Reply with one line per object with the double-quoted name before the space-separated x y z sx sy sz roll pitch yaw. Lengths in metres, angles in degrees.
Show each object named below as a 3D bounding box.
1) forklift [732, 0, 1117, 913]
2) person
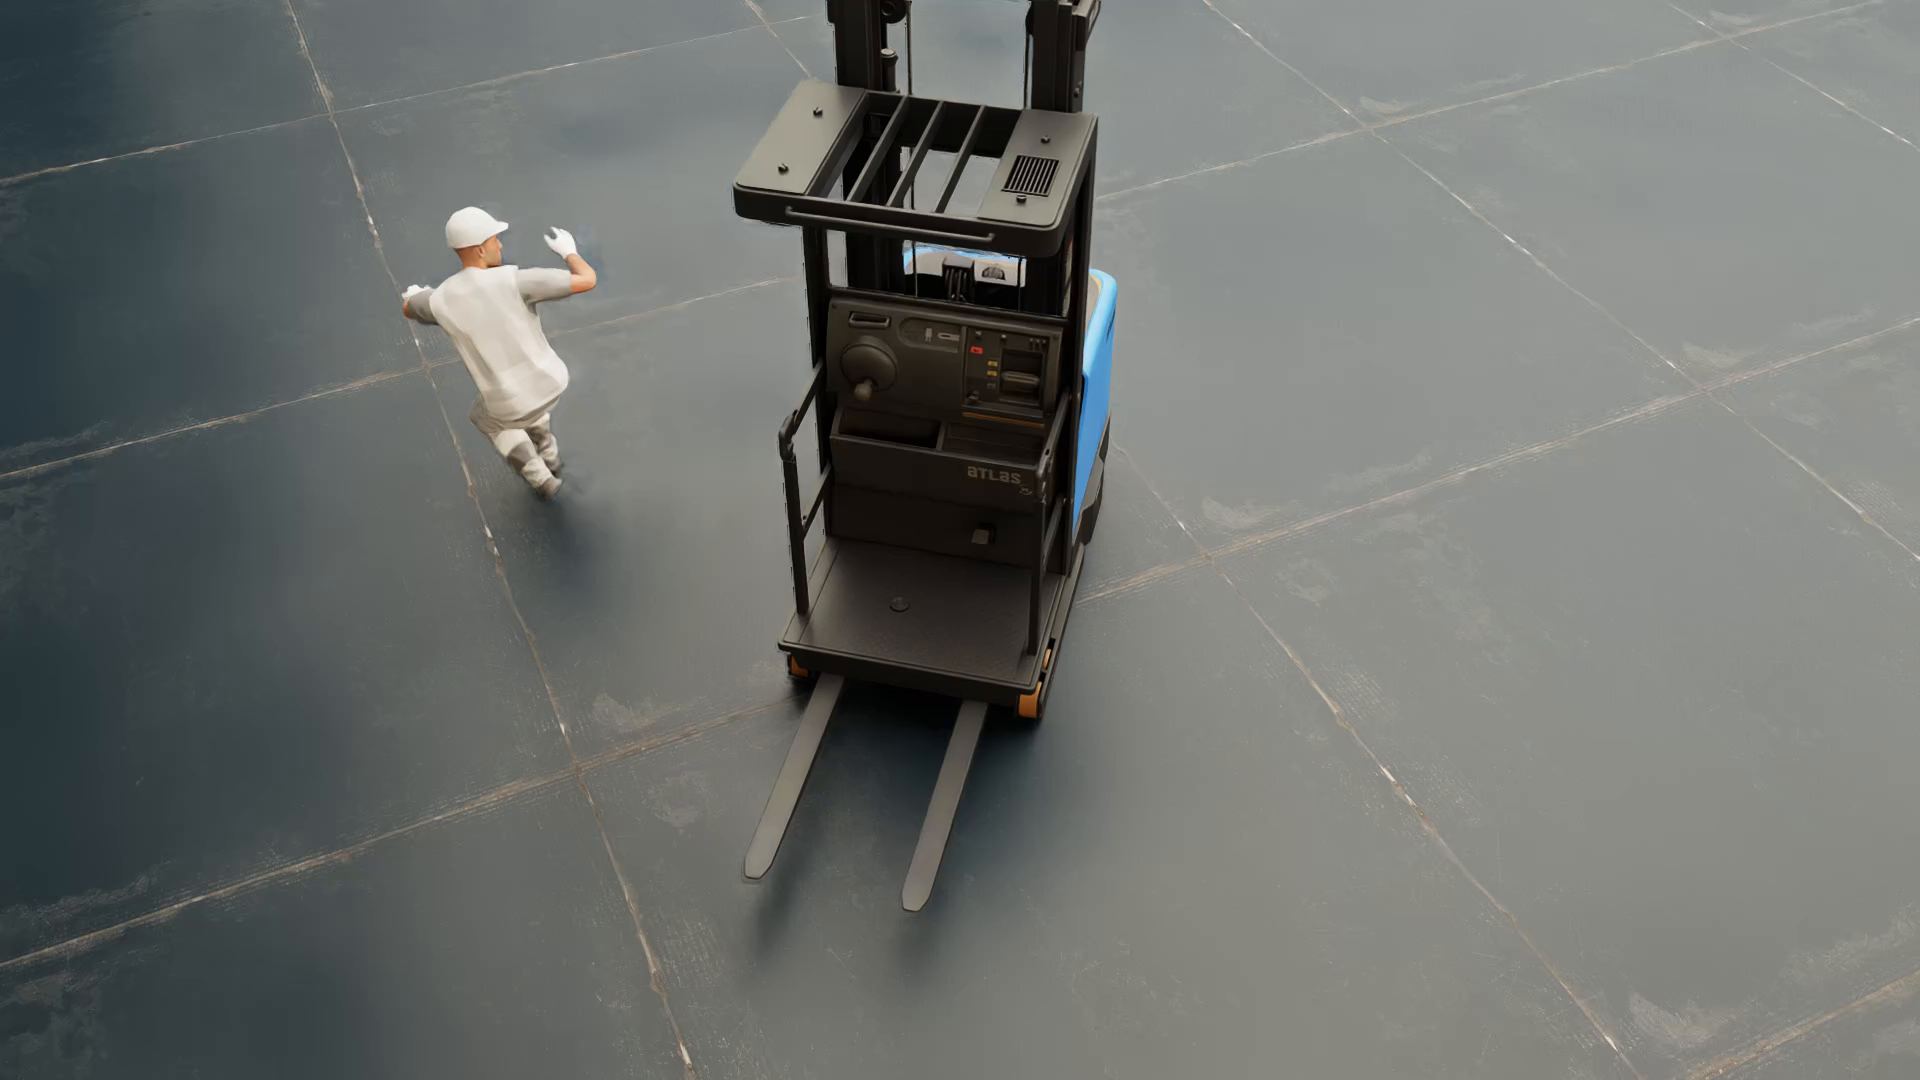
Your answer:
"forklift" -0.117 -0.611 6.335 1.130 2.935 3.031 9 44 10
"person" -2.116 -0.936 7.745 0.788 1.483 1.021 -24 48 -24
